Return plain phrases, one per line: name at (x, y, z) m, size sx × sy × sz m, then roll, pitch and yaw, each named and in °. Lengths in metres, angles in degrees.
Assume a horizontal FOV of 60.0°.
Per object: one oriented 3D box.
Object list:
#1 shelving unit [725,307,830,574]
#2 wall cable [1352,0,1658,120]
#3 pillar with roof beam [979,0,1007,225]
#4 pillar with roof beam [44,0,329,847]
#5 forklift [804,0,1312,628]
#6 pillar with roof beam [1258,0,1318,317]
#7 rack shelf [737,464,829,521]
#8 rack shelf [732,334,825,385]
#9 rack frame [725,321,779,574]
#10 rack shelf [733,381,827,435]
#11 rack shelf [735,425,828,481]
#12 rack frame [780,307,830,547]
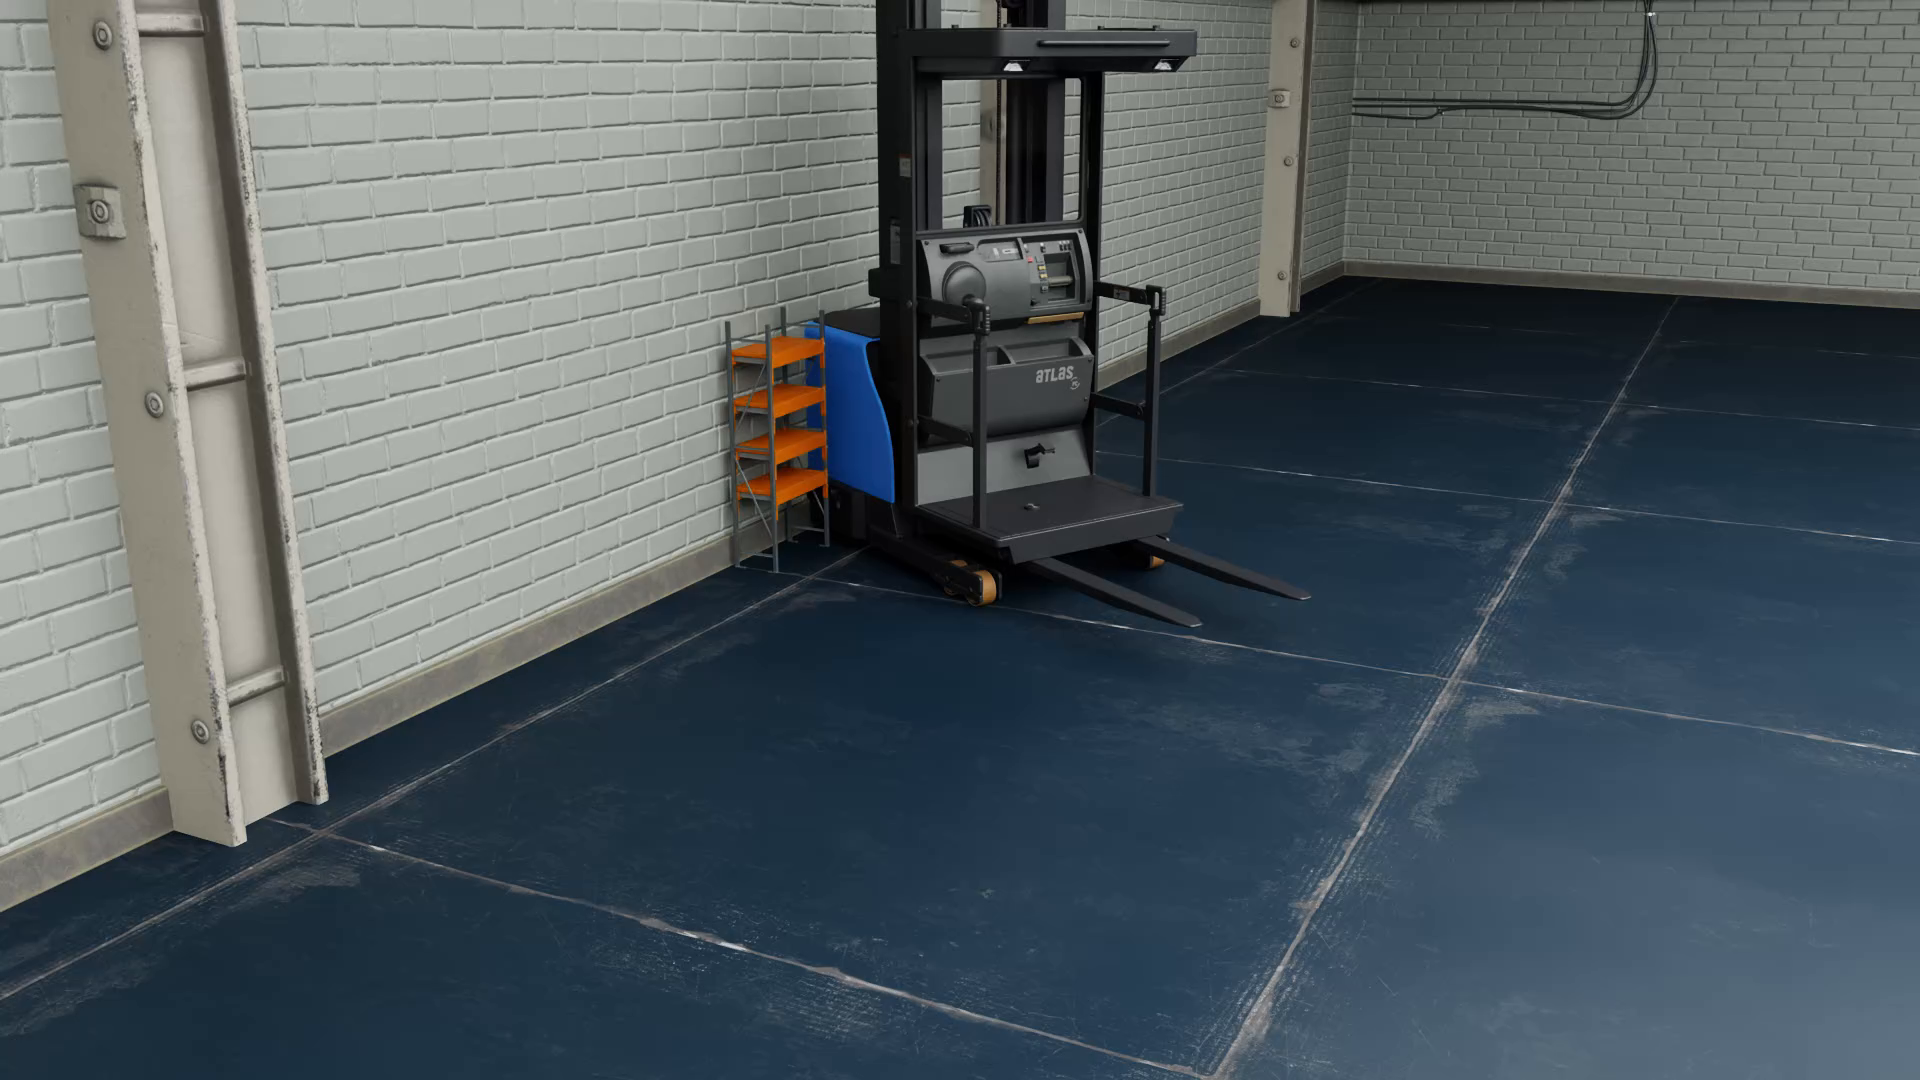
shelving unit at (-0.876, -0.491, 8.072) m, size 0.258 × 1.200 × 0.503 m, roll 8°, pitch 18°, yaw 25°
wall cable at (5.517, -5.563, 16.902) m, size 3.097 × 2.526 × 0.112 m, roll 8°, pitch 18°, yaw 25°
pillar with roof beam at (4.188, -4.393, 7.511) m, size 9.100 × 9.000 × 0.400 m, roll 8°, pitch 18°, yaw 25°
pillar with roof beam at (1.507, -2.865, 2.365) m, size 9.100 × 9.000 × 0.400 m, roll 8°, pitch 18°, yaw 25°
forklift at (0.348, -1.258, 7.612) m, size 1.130 × 2.935 × 3.031 m, roll -11°, pitch 20°, yaw -32°
pillar with roof beam at (6.869, -5.922, 12.656) m, size 9.100 × 9.000 × 0.400 m, roll 8°, pitch 18°, yaw 25°
rack shelf at (-0.876, -0.237, 8.147) m, size 0.258 × 0.148 × 0.480 m, roll 8°, pitch 18°, yaw 25°
rack shelf at (-0.876, -0.868, 7.960) m, size 0.258 × 0.148 × 0.480 m, roll 8°, pitch 18°, yaw 25°
rack frame at (-0.982, -0.429, 7.861) m, size 0.240 × 1.200 × 0.015 m, roll 8°, pitch 18°, yaw 25°
rack shelf at (-0.876, -0.641, 8.027) m, size 0.258 × 0.148 × 0.480 m, roll 8°, pitch 18°, yaw 25°
rack shelf at (-0.876, -0.427, 8.091) m, size 0.258 × 0.148 × 0.480 m, roll 8°, pitch 18°, yaw 25°
rack frame at (-0.770, -0.554, 8.282) m, size 0.240 × 1.200 × 0.015 m, roll 8°, pitch 18°, yaw 25°
